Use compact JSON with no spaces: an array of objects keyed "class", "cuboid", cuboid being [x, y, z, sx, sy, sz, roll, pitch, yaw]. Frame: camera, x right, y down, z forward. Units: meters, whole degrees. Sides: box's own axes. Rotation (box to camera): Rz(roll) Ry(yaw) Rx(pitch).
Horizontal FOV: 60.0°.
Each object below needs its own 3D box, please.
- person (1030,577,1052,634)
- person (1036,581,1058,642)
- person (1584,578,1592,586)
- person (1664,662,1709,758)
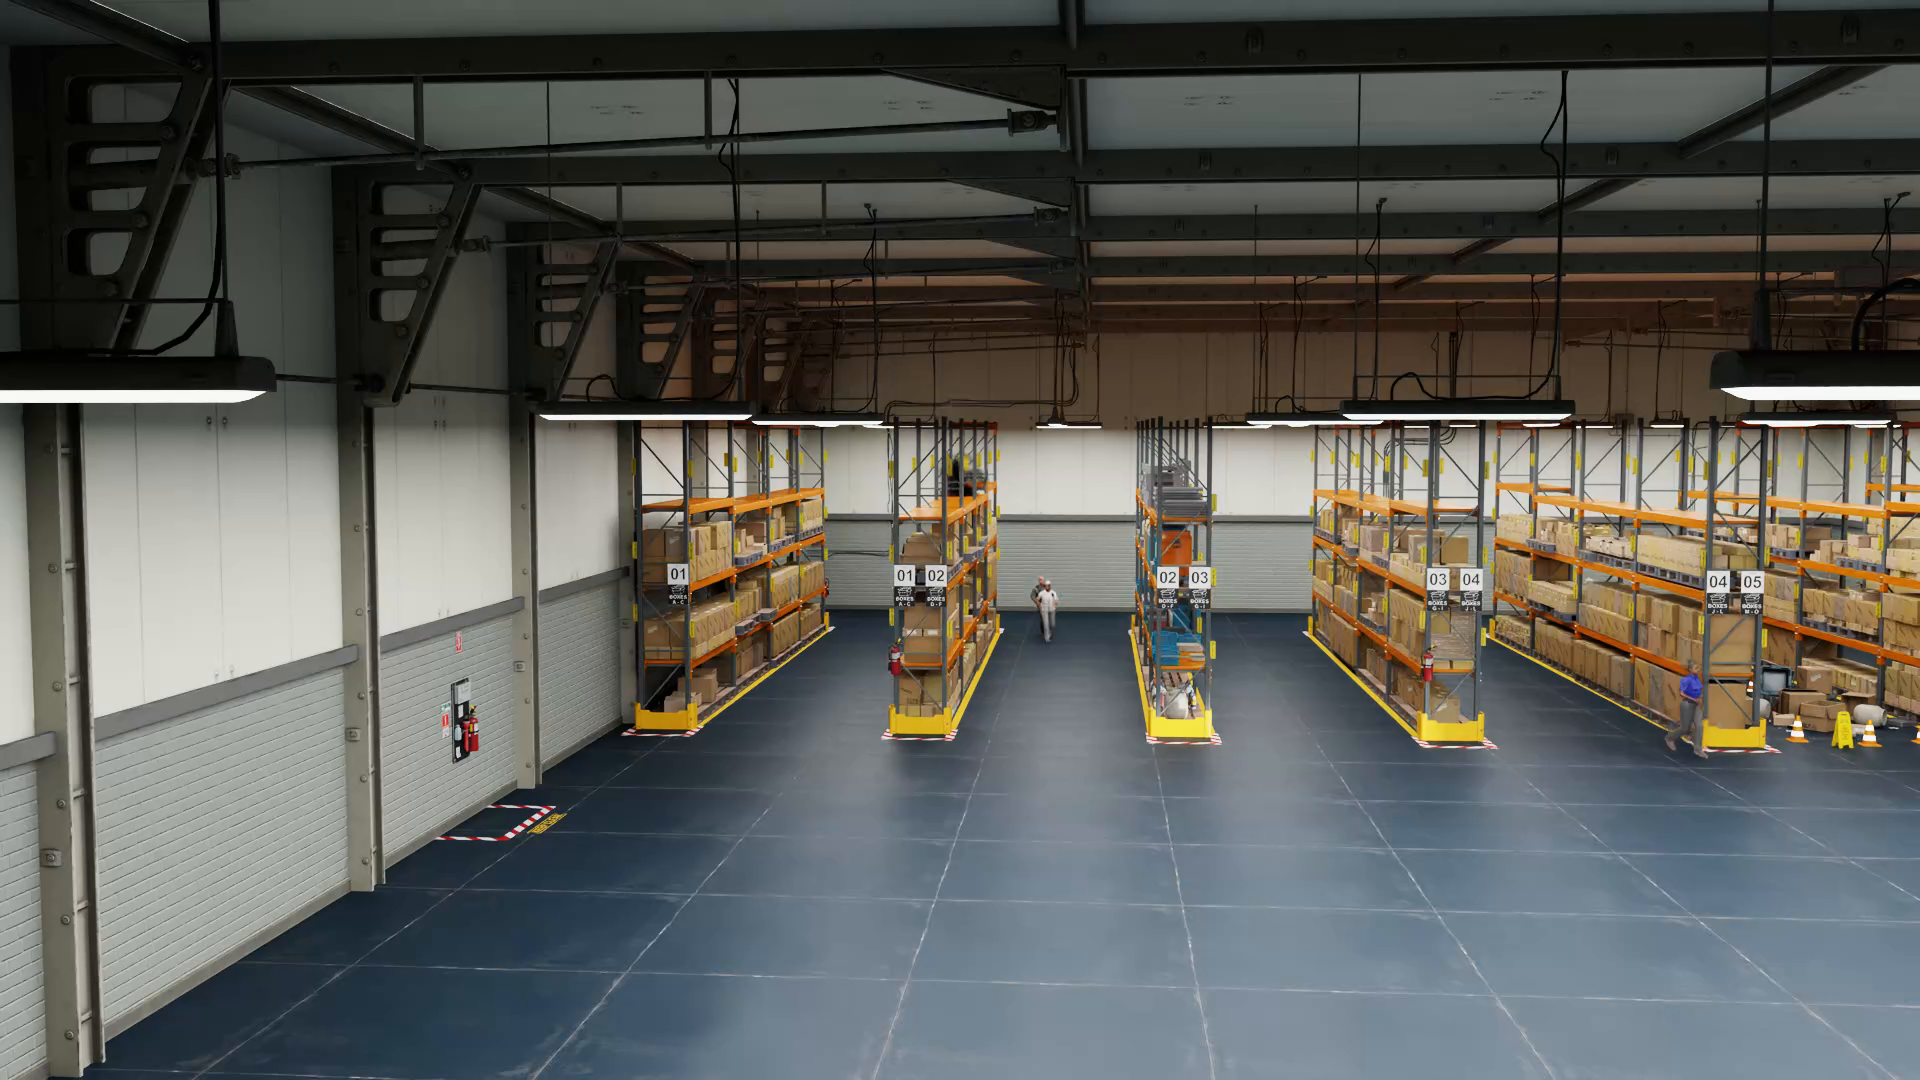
[{"class":"person","cuboid":[2.328,1.857,46.513,0.677,1.664,0.612,-1,4,-15]},{"class":"person","cuboid":[2.390,1.945,45.382,0.620,1.631,0.752,-1,4,-8]},{"class":"person","cuboid":[16.975,1.899,44.984,0.696,1.763,0.941,0,4,-4]},{"class":"person","cuboid":[12.915,2.983,29.455,0.599,1.662,0.807,-2,4,-31]}]
